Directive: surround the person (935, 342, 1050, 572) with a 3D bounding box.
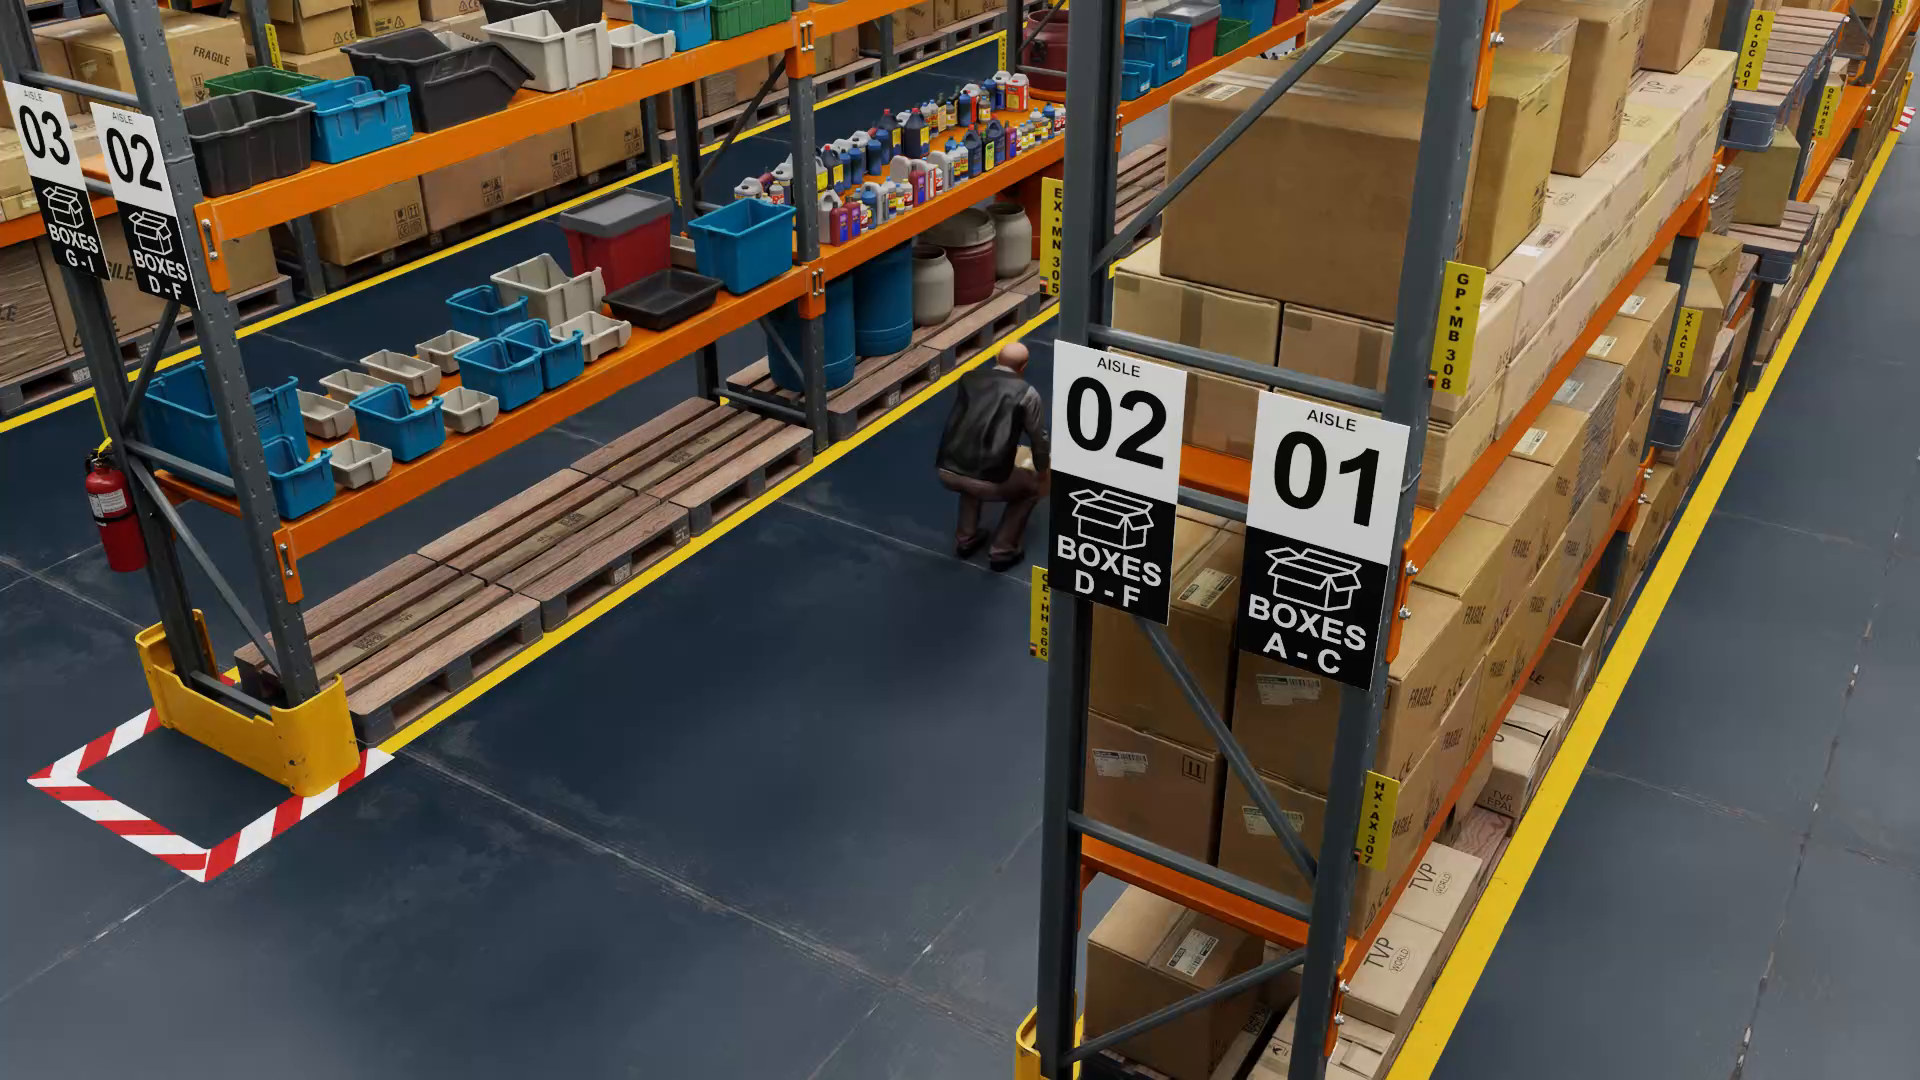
[{"bbox_3d":[0.162,-0.469,9.533,0.579,1.205,0.797,18,35,27],"label":"person"}]
